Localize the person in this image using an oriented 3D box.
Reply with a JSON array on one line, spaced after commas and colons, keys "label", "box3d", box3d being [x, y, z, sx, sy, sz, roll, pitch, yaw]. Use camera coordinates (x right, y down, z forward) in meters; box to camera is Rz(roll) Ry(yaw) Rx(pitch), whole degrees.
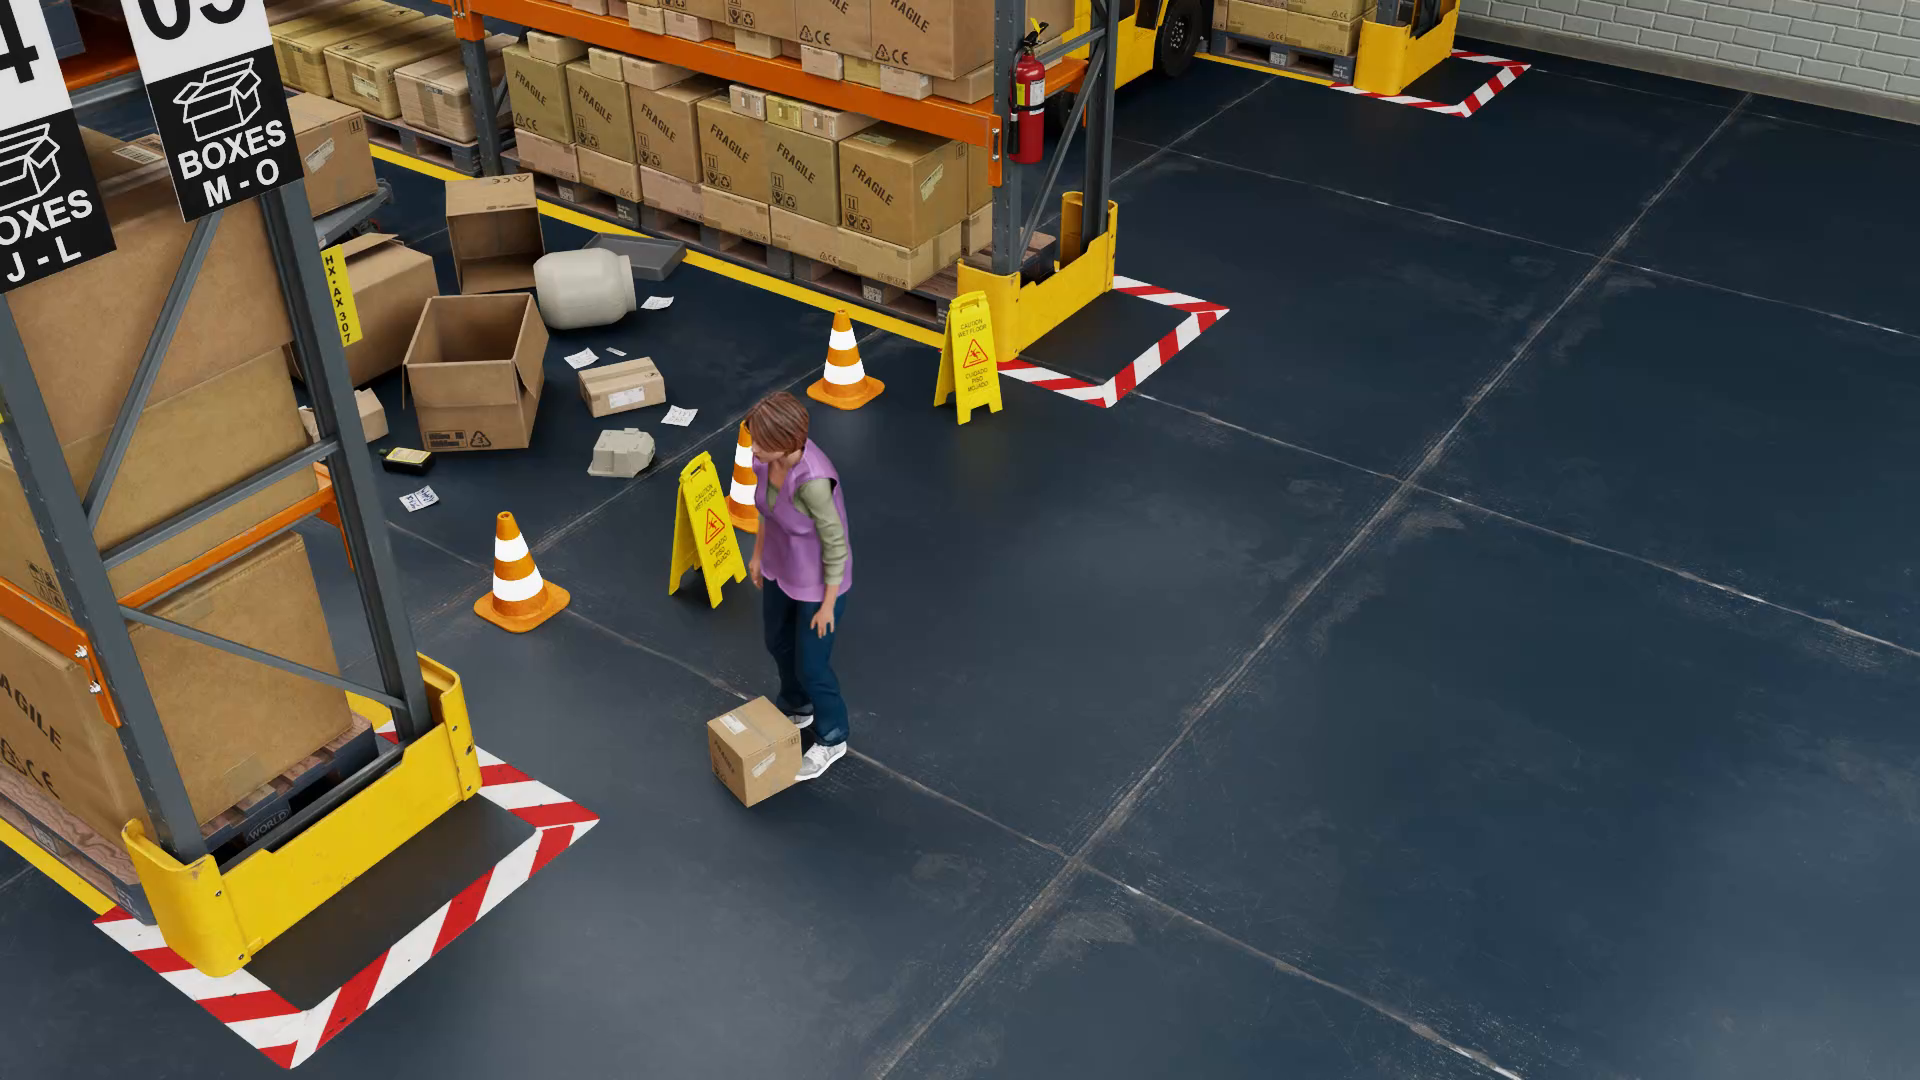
[{"label": "person", "box3d": [-0.575, 0.146, 5.947, 0.343, 1.591, 0.463, -26, 42, -32]}]
